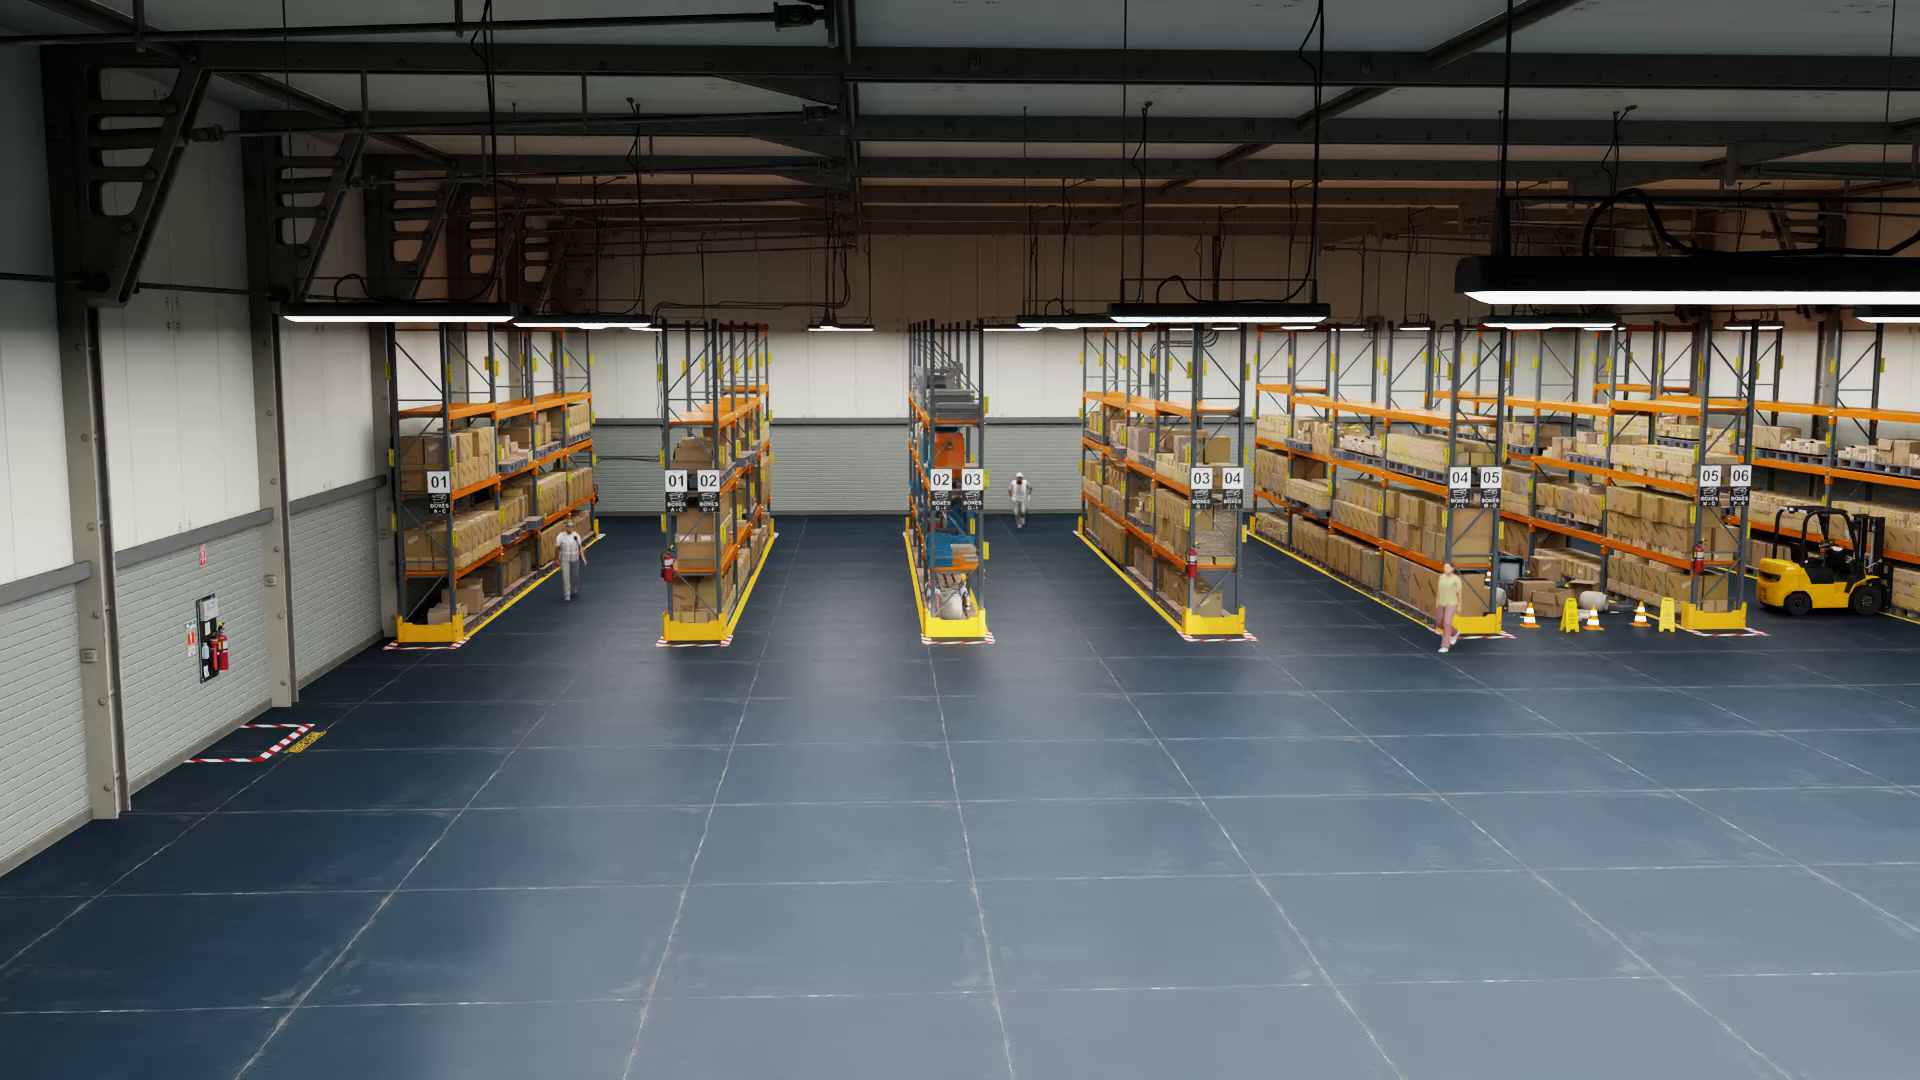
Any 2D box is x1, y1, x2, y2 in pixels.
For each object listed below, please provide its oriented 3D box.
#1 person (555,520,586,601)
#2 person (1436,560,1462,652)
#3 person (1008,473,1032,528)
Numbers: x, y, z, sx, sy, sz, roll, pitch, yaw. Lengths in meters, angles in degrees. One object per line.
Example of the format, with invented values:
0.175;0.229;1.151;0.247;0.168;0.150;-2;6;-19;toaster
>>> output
-8.444;0.406;36.013;0.643;1.716;1.058;-2;7;-18;person
8.874;1.174;30.174;0.840;1.646;0.481;-6;9;-40;person
1.774;-1.174;49.152;0.714;1.675;0.685;1;7;5;person
